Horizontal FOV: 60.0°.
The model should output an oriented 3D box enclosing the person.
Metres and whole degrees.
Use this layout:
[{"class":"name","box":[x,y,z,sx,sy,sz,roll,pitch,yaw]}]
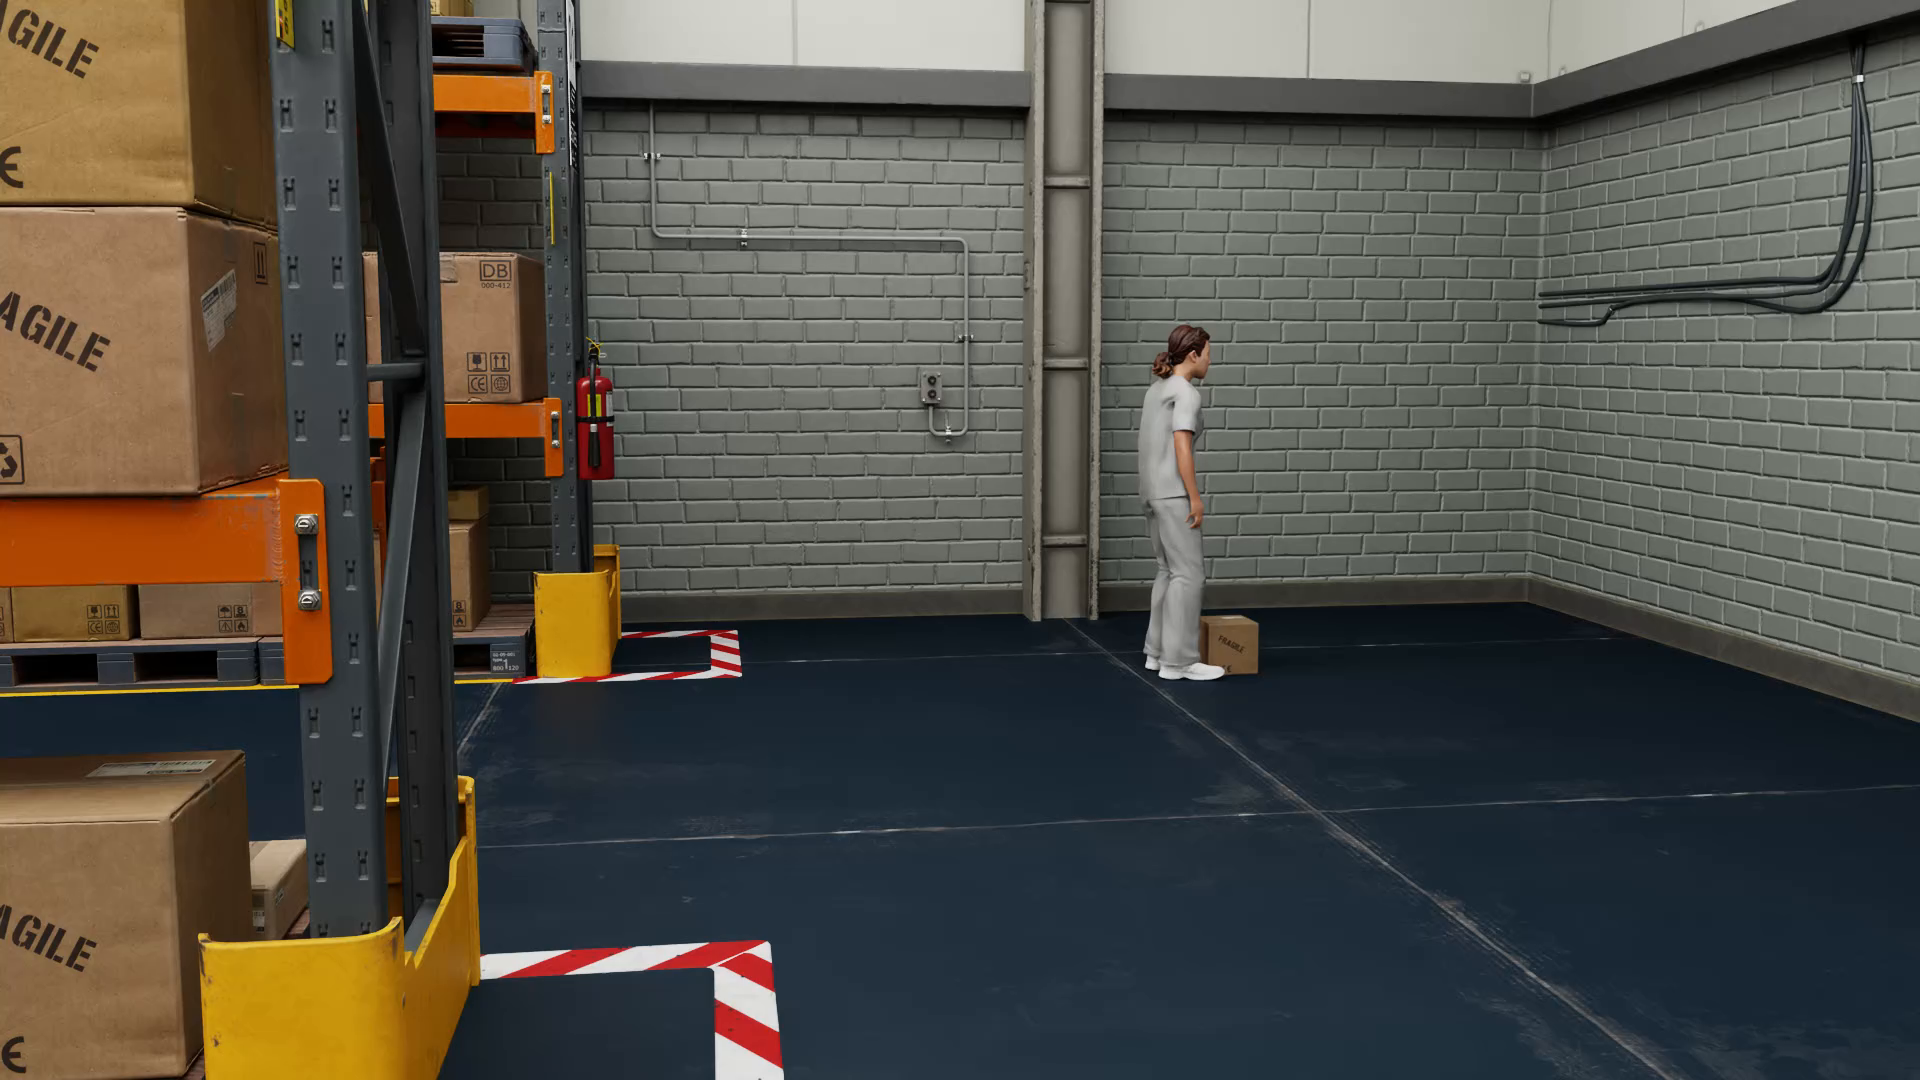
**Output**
[{"class":"person","box":[1.044,-0.189,7.954,0.364,1.671,0.500,-1,7,-11]}]
